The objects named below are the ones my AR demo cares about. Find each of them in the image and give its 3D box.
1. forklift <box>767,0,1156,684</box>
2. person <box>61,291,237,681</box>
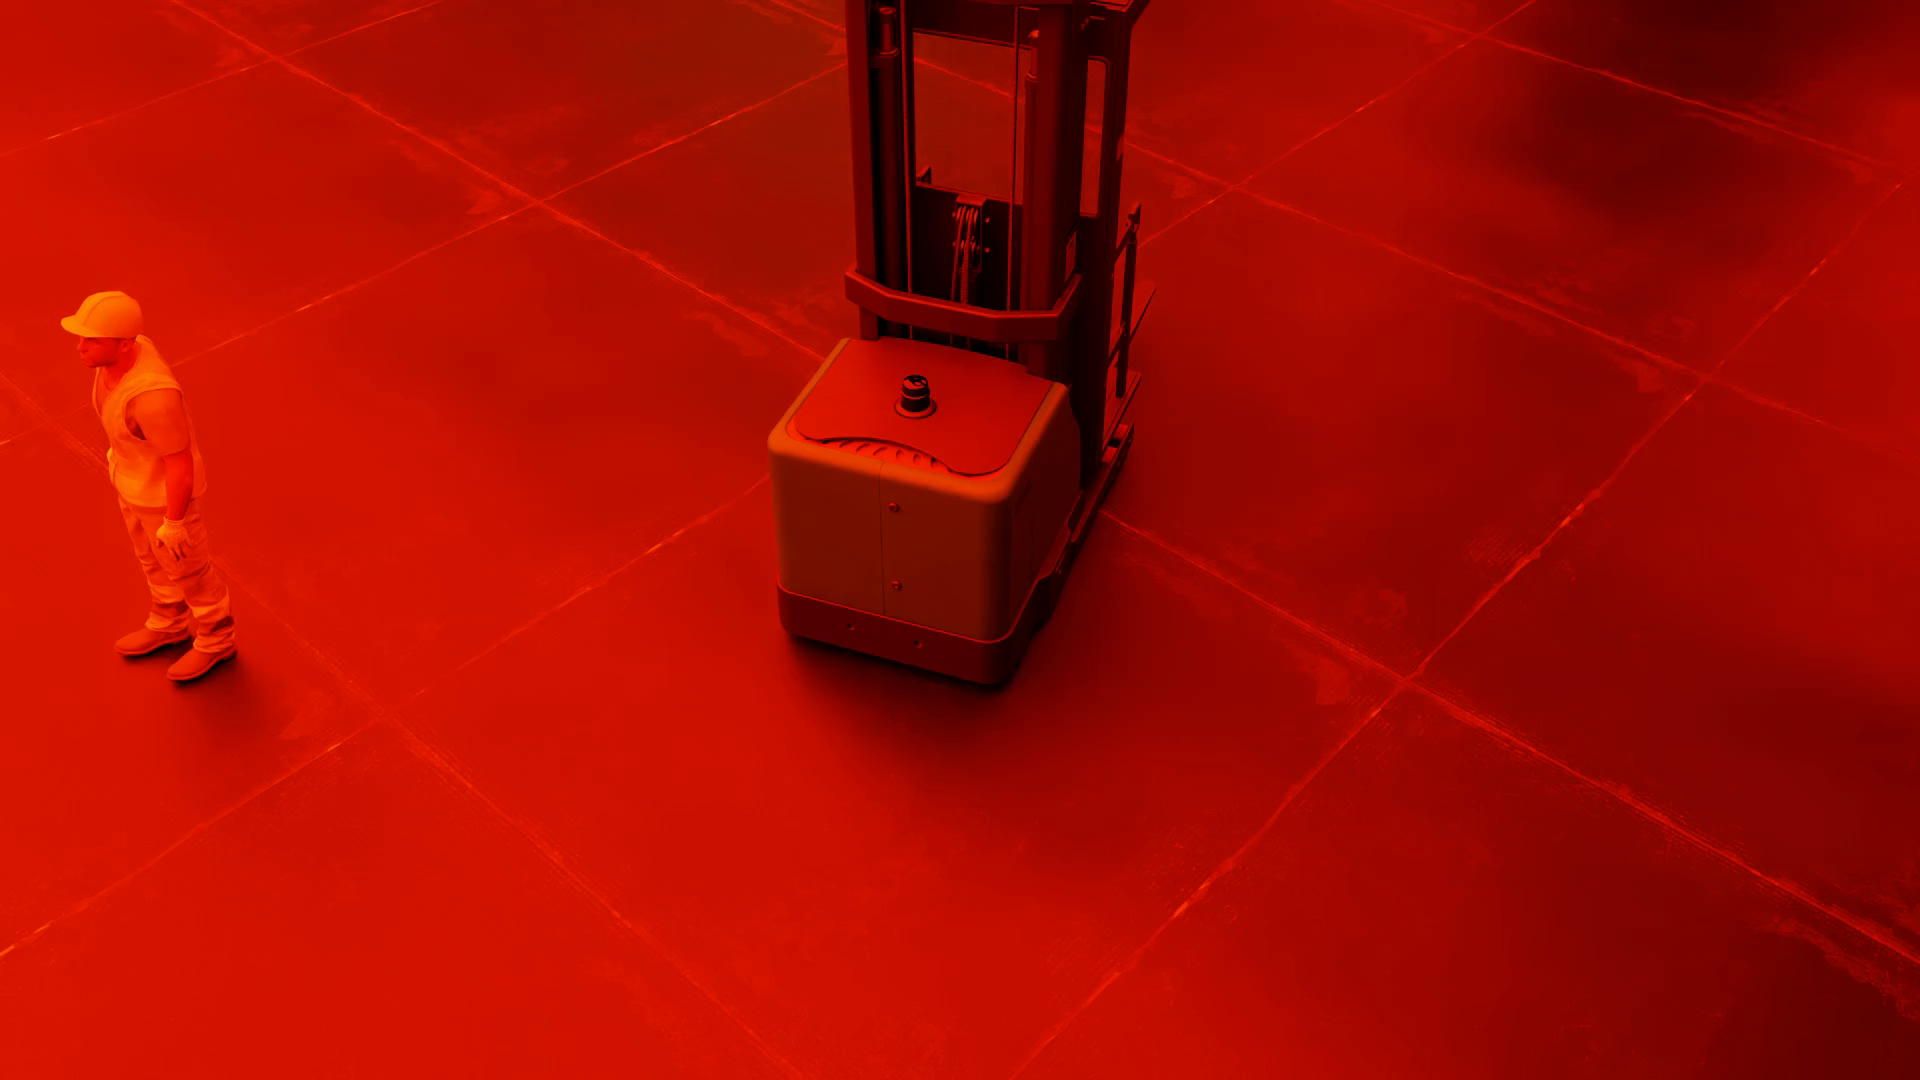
[{"bbox_3d":[0.211,-1.484,7.158,1.130,2.935,3.031,14,42,15],"label":"forklift"},{"bbox_3d":[-3.213,-0.173,6.495,0.564,1.787,0.637,-28,48,-29],"label":"person"}]
